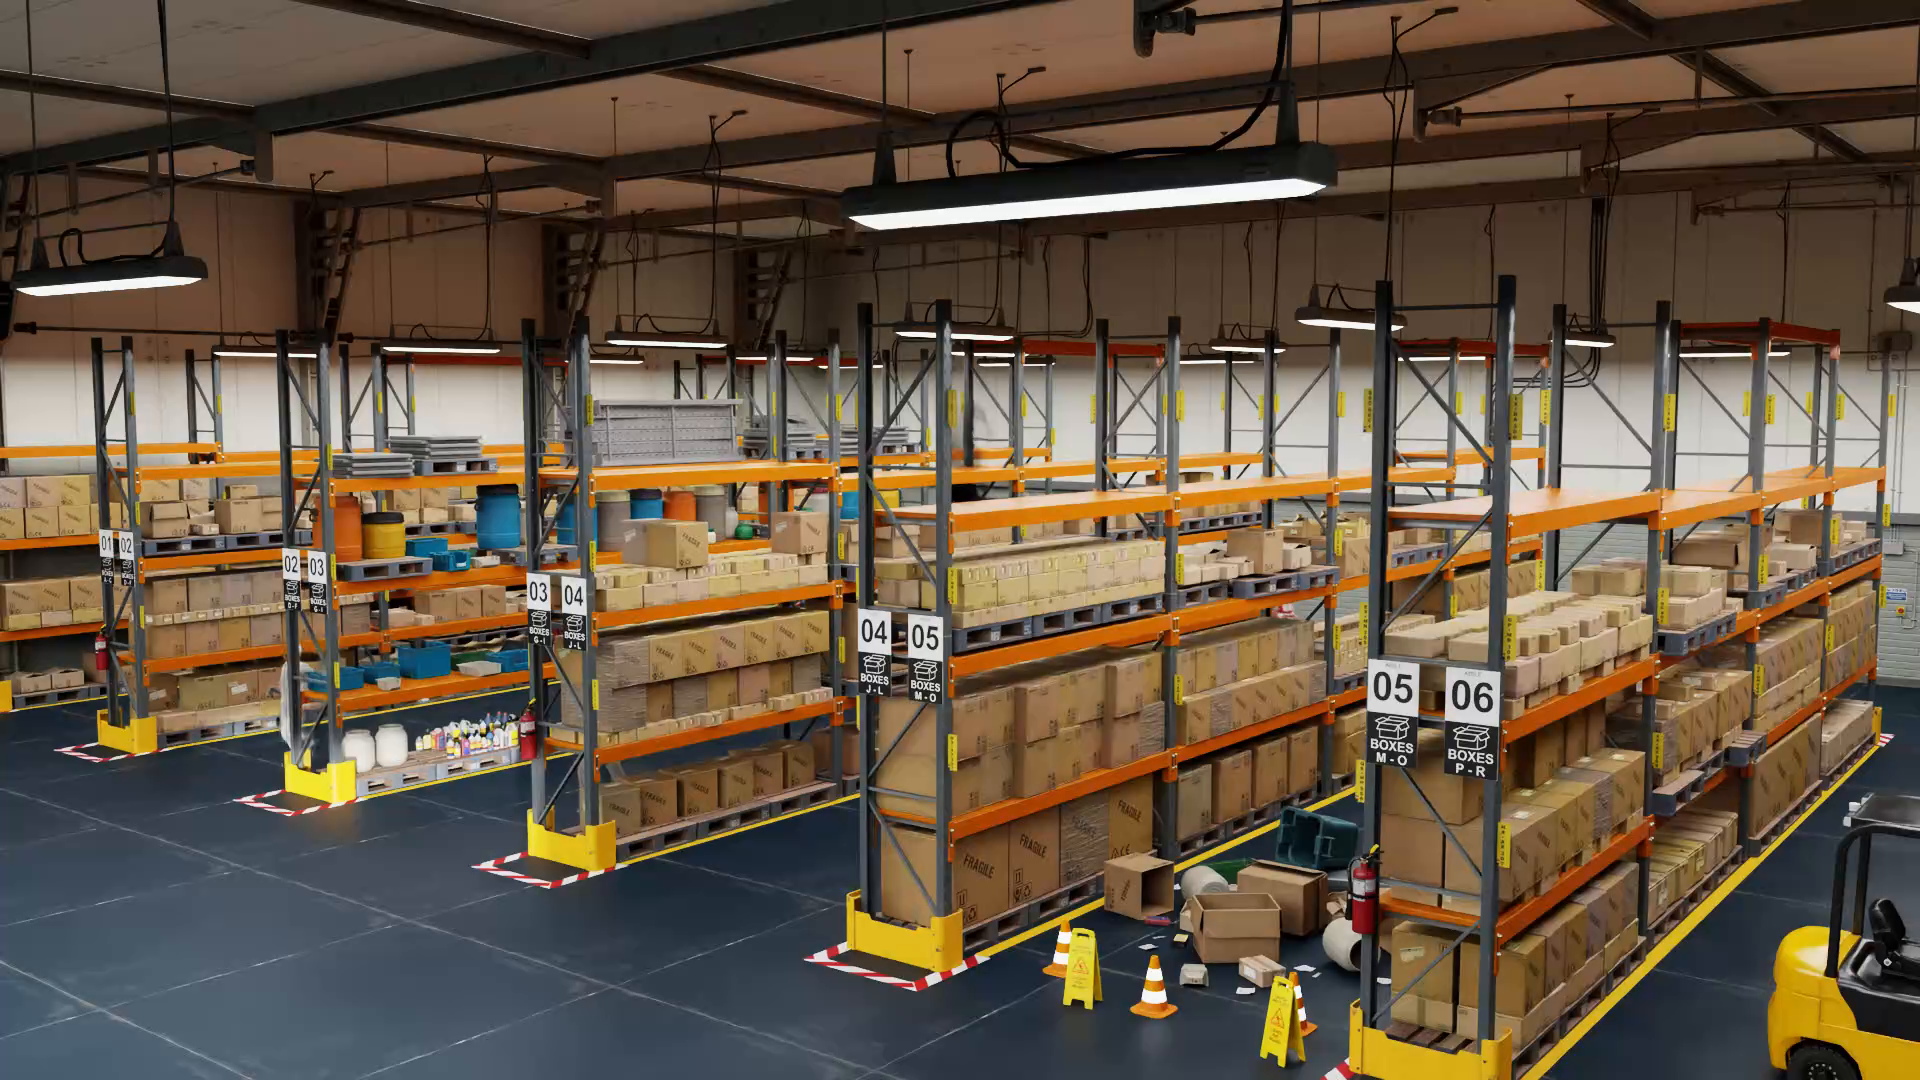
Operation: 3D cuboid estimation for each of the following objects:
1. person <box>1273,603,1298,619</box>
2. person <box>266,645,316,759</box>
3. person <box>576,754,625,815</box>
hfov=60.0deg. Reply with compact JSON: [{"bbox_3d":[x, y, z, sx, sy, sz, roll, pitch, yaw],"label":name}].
[{"bbox_3d":[6.185,1.530,31.878,0.636,1.726,0.569,-3,6,-29],"label":"person"},{"bbox_3d":[-9.203,2.287,22.996,0.665,1.748,0.541,3,6,35],"label":"person"},{"bbox_3d":[-4.490,2.471,20.767,0.666,1.847,0.937,2,6,25],"label":"person"}]
